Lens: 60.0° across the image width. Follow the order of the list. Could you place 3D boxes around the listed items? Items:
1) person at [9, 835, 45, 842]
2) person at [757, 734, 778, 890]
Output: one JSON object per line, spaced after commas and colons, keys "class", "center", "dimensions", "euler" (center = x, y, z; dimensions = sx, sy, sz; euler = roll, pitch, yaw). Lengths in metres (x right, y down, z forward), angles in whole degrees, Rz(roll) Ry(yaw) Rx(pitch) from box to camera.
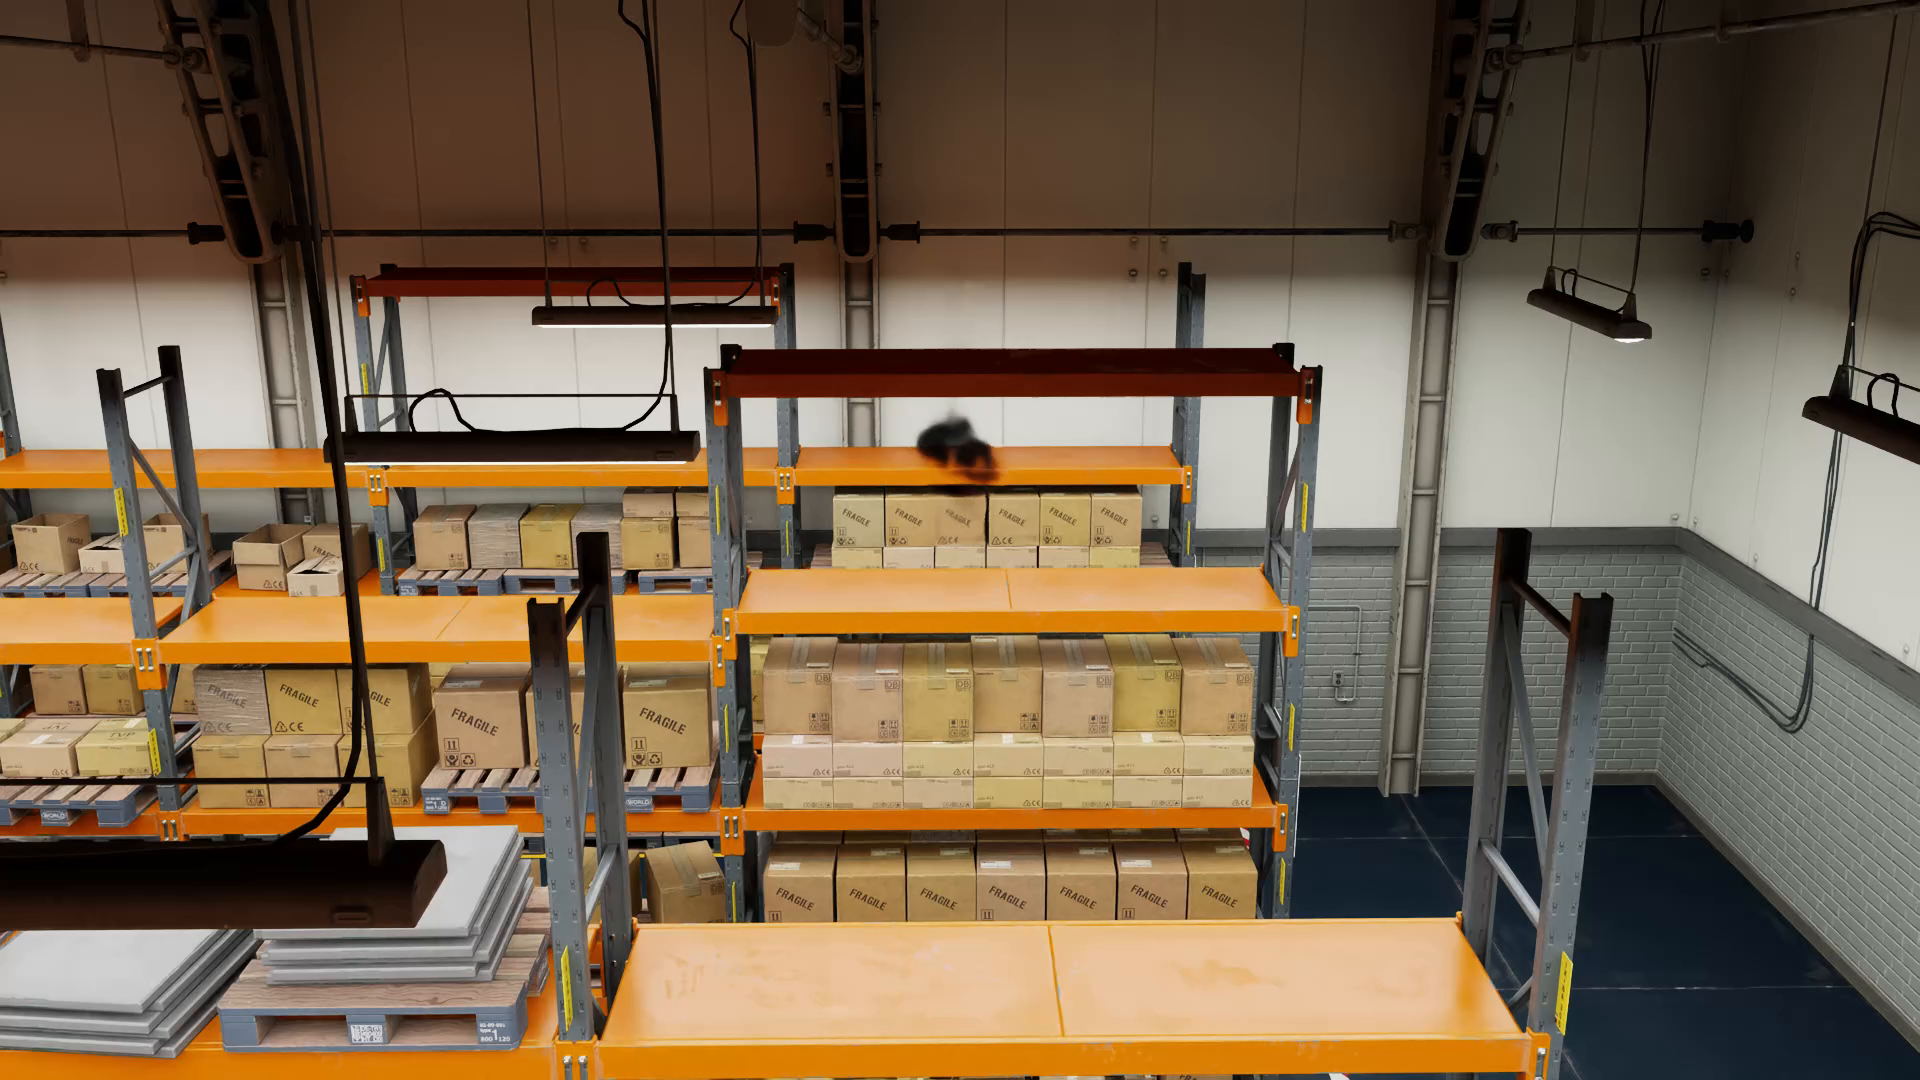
{"class": "person", "center": [-8.055, 3.255, 14.512], "dimensions": [0.463, 1.633, 0.661], "euler": [-1, 16, -2]}
{"class": "person", "center": [-1.713, 2.536, 15.594], "dimensions": [0.924, 1.823, 0.689], "euler": [-1, 16, -5]}
